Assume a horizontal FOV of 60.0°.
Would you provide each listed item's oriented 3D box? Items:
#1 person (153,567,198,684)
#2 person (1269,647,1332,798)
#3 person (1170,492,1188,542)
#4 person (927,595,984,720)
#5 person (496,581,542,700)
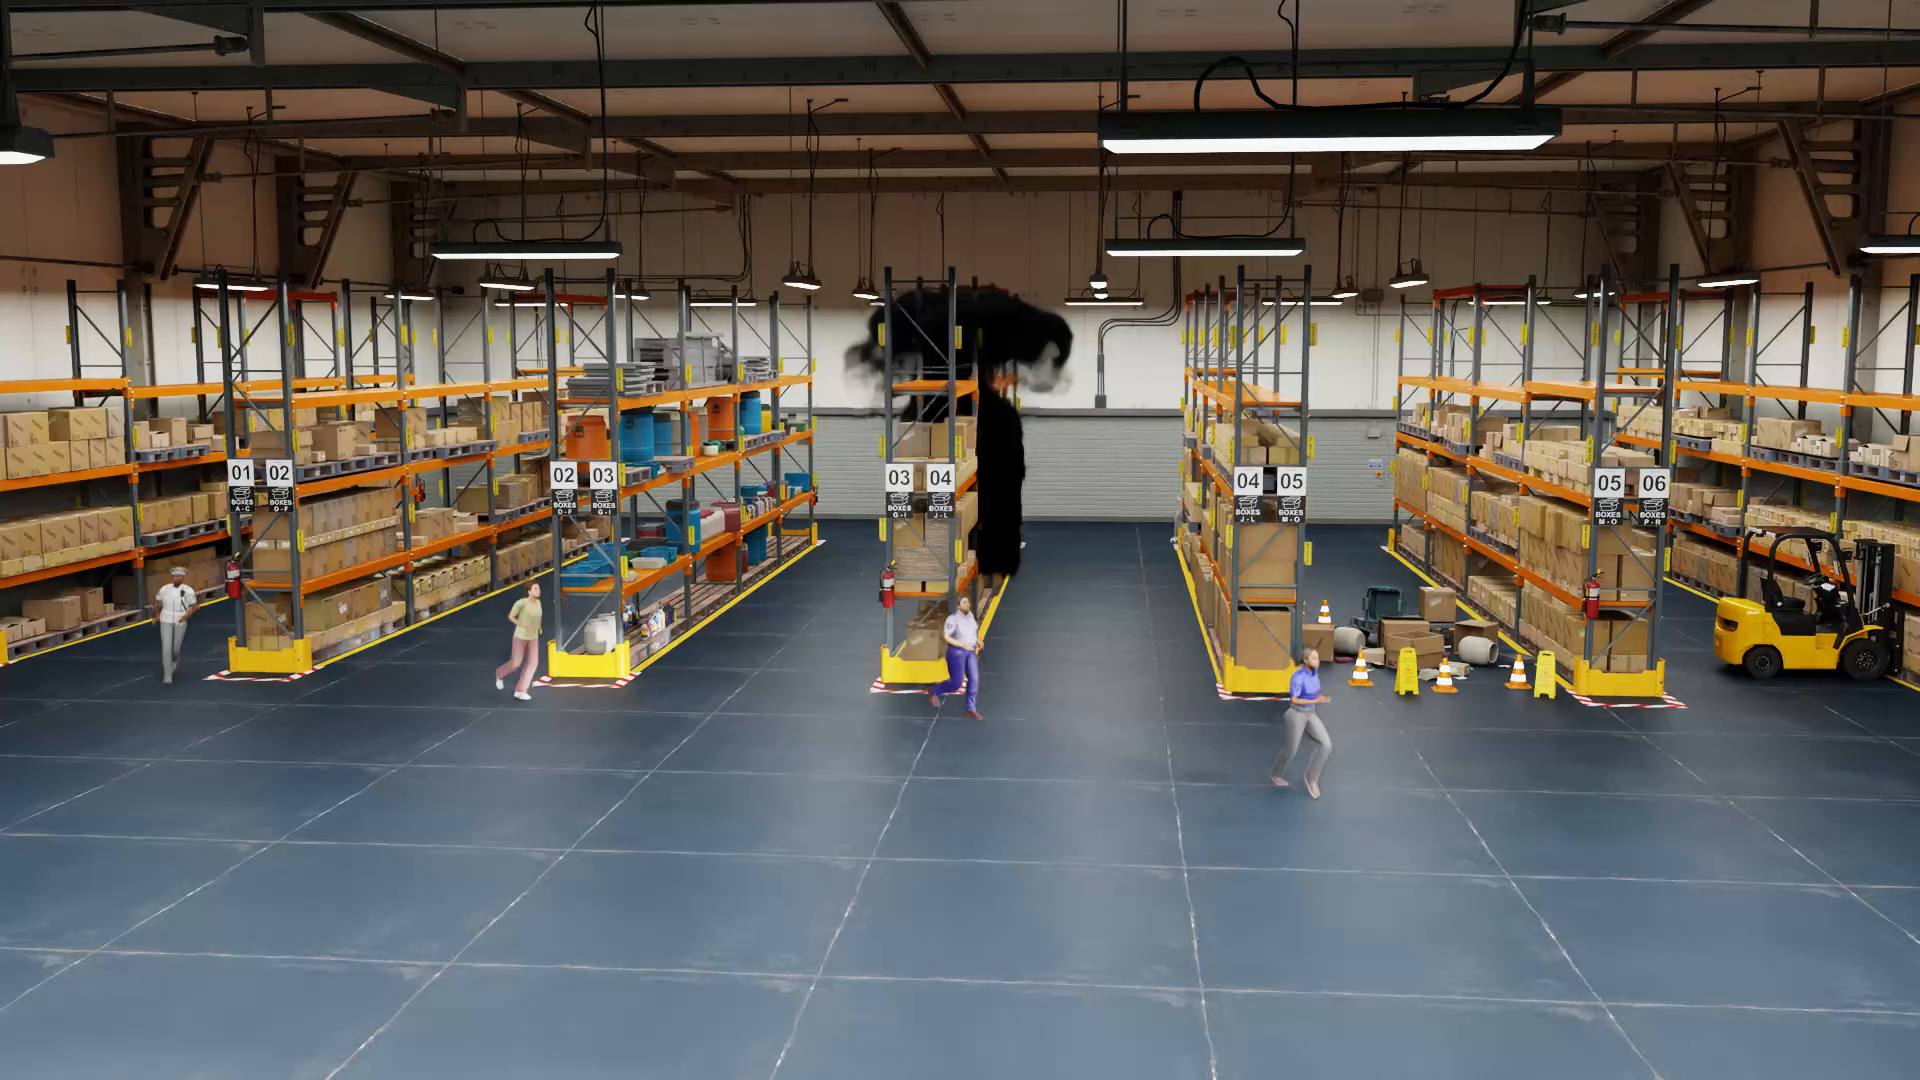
[{"bbox_3d":[-11.533,1.224,24.482,0.606,1.687,0.745,-3,7,-21],"label":"person"},{"bbox_3d":[3.747,1.983,18.261,0.600,1.671,0.820,-6,9,-42],"label":"person"},{"bbox_3d":[5.535,-0.759,40.599,0.792,1.656,0.568,1,7,9],"label":"person"},{"bbox_3d":[-0.010,1.541,22.086,0.828,1.638,0.615,7,10,43],"label":"person"},{"bbox_3d":[-6.106,1.373,23.378,0.857,1.611,0.629,6,9,42],"label":"person"}]
